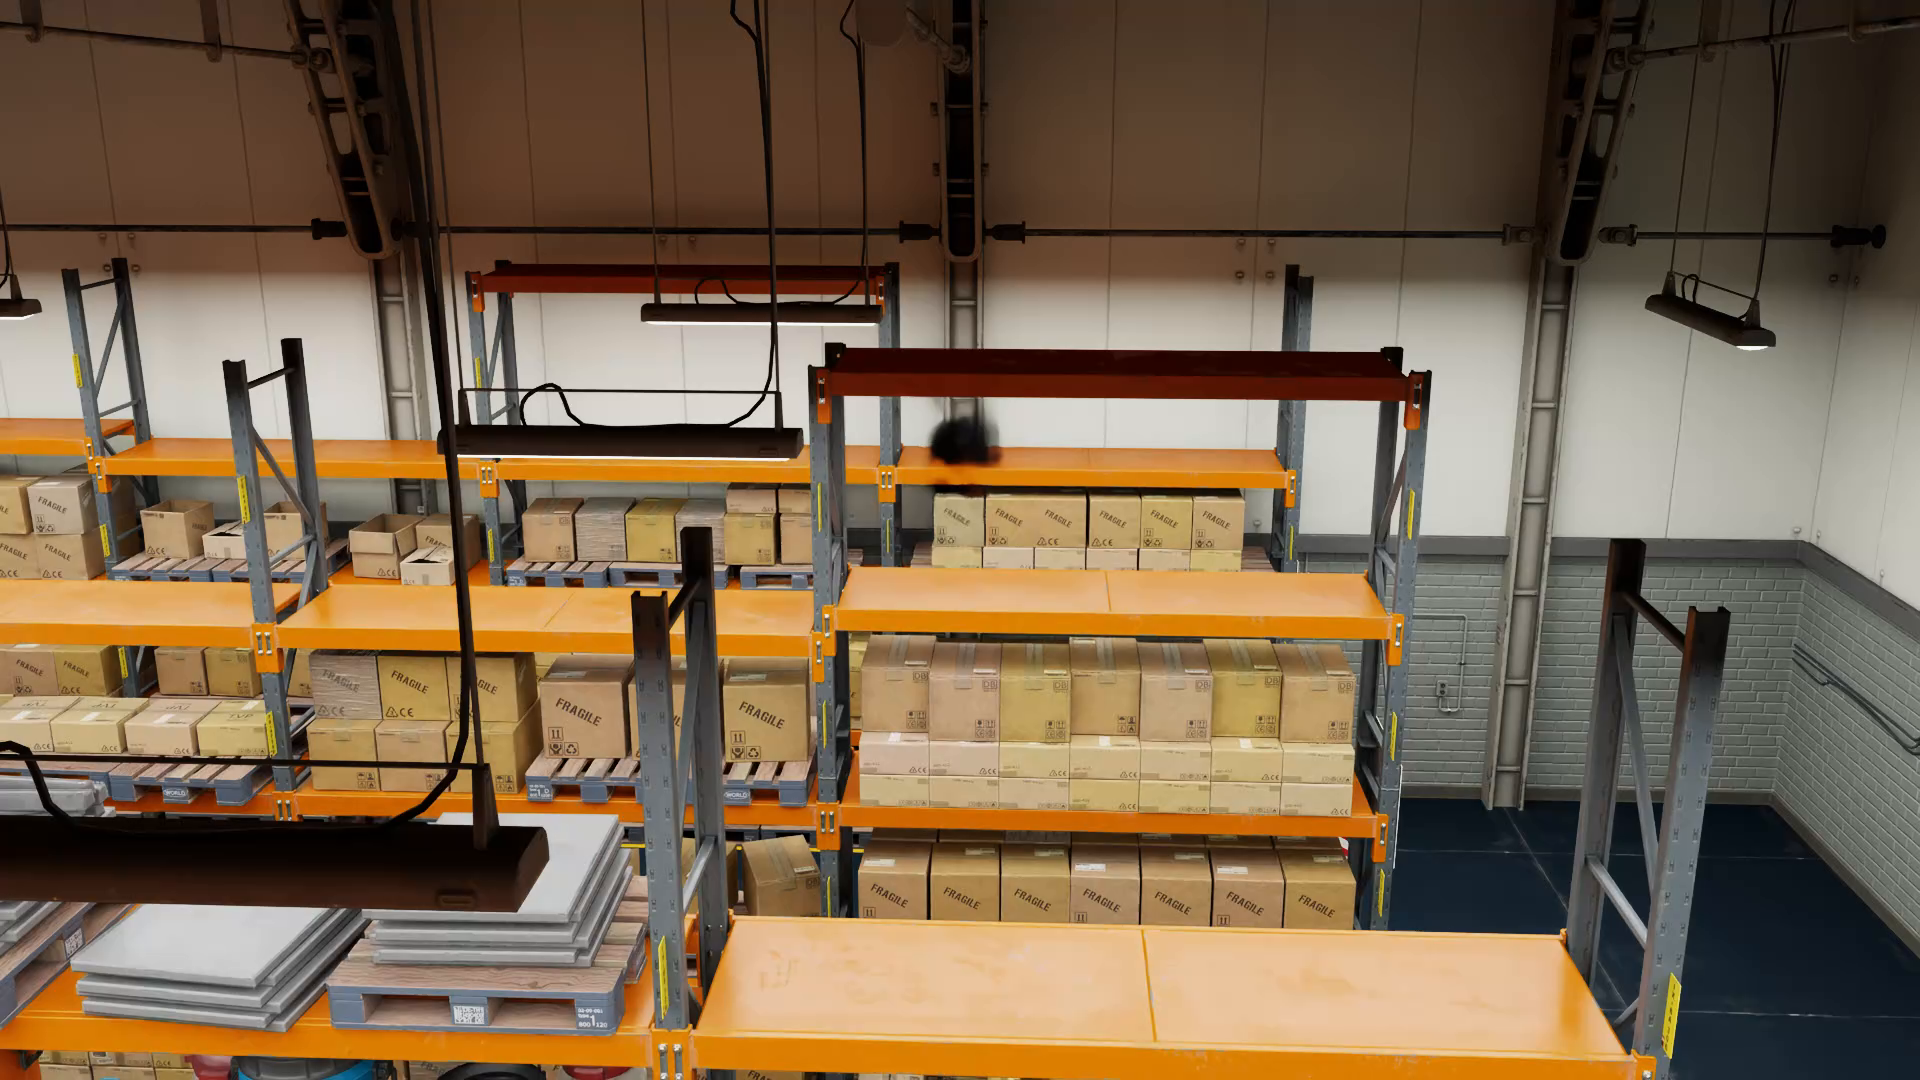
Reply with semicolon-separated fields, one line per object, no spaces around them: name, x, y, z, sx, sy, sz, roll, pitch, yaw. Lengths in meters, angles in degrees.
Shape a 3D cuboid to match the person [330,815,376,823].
person;-5.571;2.949;15.347;0.716;1.728;0.711;-2;16;-6
